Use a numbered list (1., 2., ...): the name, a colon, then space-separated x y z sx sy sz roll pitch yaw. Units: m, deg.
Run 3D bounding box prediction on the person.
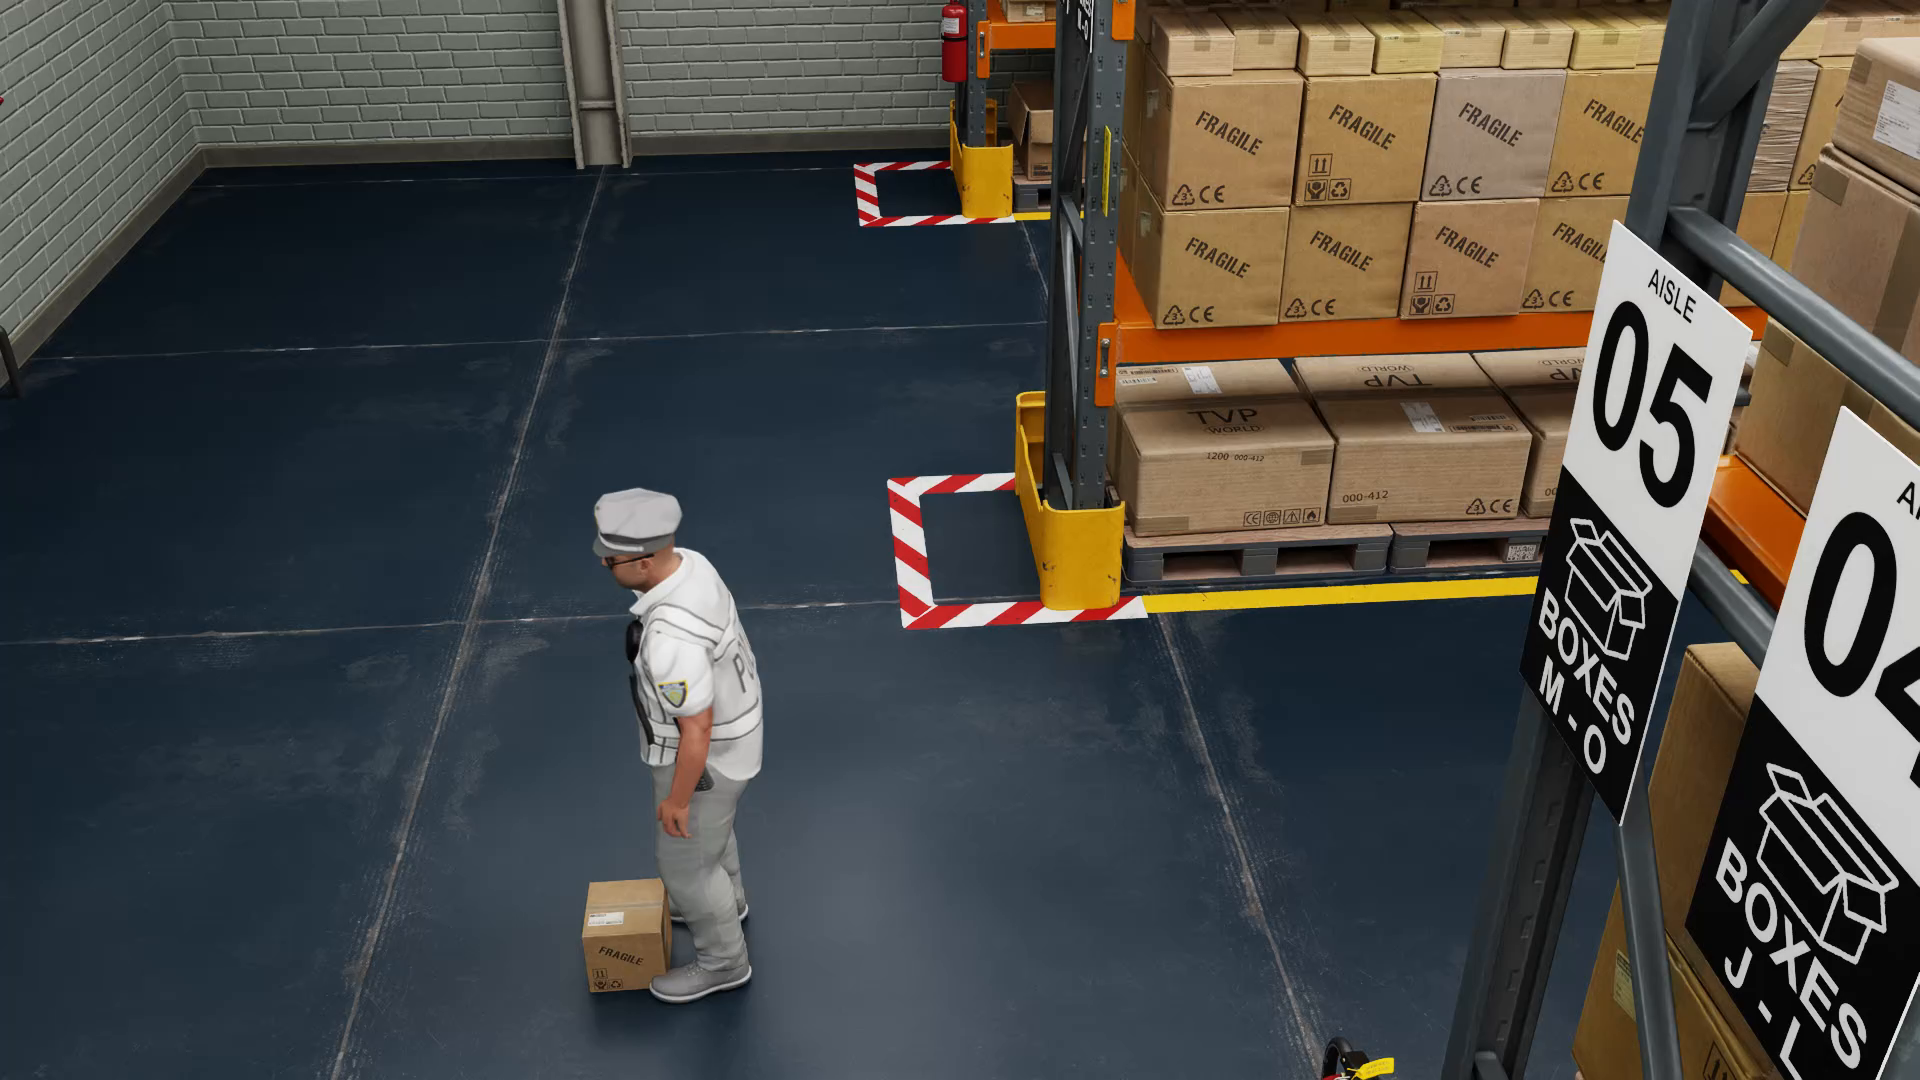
1. person: -0.813 0.630 5.073 0.435 1.748 0.591 -3 31 -5
